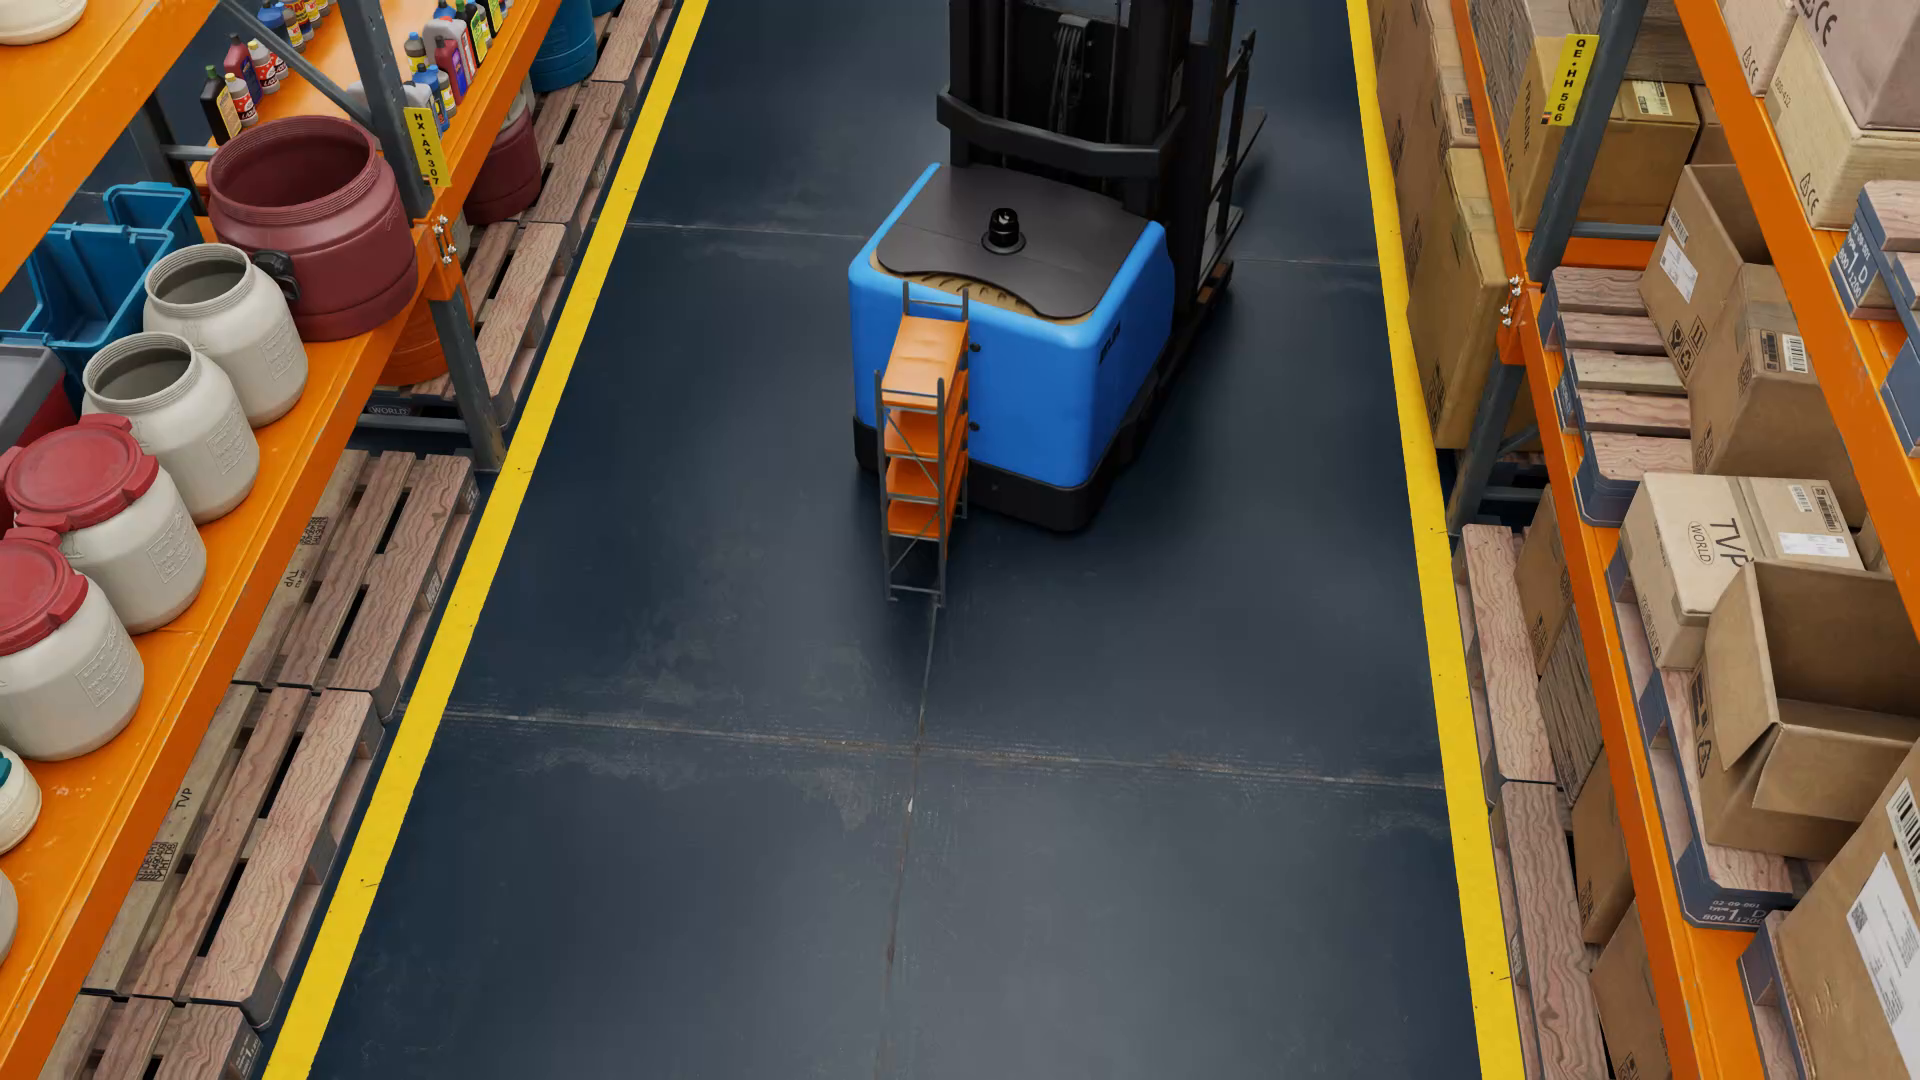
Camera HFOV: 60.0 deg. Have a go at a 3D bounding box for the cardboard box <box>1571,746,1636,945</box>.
[{"bbox_3d":[2.370,0.978,5.244,0.700,0.500,0.500,7,48,7],"label":"cardboard box"}]

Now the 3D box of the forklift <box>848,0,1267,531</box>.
[{"bbox_3d":[0.630,-2.126,6.734,1.130,2.935,3.031,19,50,16],"label":"forklift"}]

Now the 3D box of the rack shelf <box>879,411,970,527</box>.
[{"bbox_3d":[-0.131,-0.288,6.317,0.258,0.148,0.480,7,48,7],"label":"rack shelf"}]

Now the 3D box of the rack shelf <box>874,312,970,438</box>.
[{"bbox_3d":[-0.131,-0.599,5.978,0.258,0.148,0.480,7,48,7],"label":"rack shelf"}]

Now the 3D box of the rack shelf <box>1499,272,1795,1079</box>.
[{"bbox_3d":[2.311,0.676,4.612,1.077,0.370,4.000,4,48,4],"label":"rack shelf"}]

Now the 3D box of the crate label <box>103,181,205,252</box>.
[{"bbox_3d":[-2.850,-1.028,5.797,0.303,0.233,0.416,4,48,4],"label":"crate label"}]

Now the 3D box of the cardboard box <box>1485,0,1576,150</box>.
[{"bbox_3d":[2.343,-1.815,6.335,0.500,0.500,0.500,3,48,3],"label":"cardboard box"}]

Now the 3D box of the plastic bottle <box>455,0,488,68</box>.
[{"bbox_3d":[-1.977,-2.061,6.708,0.061,0.283,0.133,4,48,4],"label":"plastic bottle"}]

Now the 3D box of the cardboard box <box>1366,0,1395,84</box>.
[{"bbox_3d":[2.820,-2.928,8.577,1.225,0.875,0.875,4,48,4],"label":"cardboard box"}]

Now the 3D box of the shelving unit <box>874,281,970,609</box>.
[{"bbox_3d":[-0.131,-0.333,6.268,0.258,1.200,0.503,7,48,7],"label":"shelving unit"}]

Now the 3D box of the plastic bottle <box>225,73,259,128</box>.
[{"bbox_3d":[-2.798,-1.712,6.443,0.097,0.201,0.097,0,48,0],"label":"plastic bottle"}]

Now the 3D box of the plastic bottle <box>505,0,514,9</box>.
[{"bbox_3d":[-1.955,-2.384,7.011,0.097,0.271,0.097,0,48,0],"label":"plastic bottle"}]

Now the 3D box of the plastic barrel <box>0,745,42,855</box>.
[{"bbox_3d":[-2.530,0.655,4.238,0.301,0.262,0.301,0,48,0],"label":"plastic barrel"}]

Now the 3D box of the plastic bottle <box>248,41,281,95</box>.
[{"bbox_3d":[-2.777,-1.881,6.598,0.097,0.201,0.097,0,48,0],"label":"plastic bottle"}]

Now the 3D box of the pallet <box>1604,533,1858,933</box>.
[{"bbox_3d":[2.354,0.486,4.429,1.003,0.211,1.213,4,48,4],"label":"pallet"}]

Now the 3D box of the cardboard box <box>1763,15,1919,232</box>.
[{"bbox_3d":[2.113,-0.914,3.648,0.500,0.250,0.500,5,48,4],"label":"cardboard box"}]

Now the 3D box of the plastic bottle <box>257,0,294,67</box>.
[{"bbox_3d":[-2.759,-2.048,6.703,0.097,0.271,0.097,0,48,0],"label":"plastic bottle"}]

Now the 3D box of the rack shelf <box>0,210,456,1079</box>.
[{"bbox_3d":[-2.621,0.343,4.917,1.077,0.370,4.000,4,48,4],"label":"rack shelf"}]

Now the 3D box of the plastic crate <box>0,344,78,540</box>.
[{"bbox_3d":[-2.891,-0.224,4.904,0.402,0.464,0.583,4,48,4],"label":"plastic crate"}]

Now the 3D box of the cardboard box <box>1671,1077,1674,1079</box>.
[{"bbox_3d":[2.269,1.800,4.493,0.700,0.500,0.500,4,48,3],"label":"cardboard box"}]

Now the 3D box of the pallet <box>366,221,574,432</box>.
[{"bbox_3d":[-2.408,-1.010,7.557,1.003,0.211,1.213,4,48,4],"label":"pallet"}]

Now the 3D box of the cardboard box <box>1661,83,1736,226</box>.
[{"bbox_3d":[2.809,-1.409,5.964,0.500,0.500,0.500,5,48,5],"label":"cardboard box"}]

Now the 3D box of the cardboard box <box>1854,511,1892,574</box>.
[{"bbox_3d":[2.611,0.111,4.448,0.396,0.266,0.258,3,48,2],"label":"cardboard box"}]

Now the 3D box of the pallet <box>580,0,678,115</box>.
[{"bbox_3d":[-2.186,-2.803,9.197,1.003,0.211,1.213,4,48,4],"label":"pallet"}]

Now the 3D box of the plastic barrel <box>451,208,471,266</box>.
[{"bbox_3d":[-2.449,-1.453,7.473,0.421,0.512,0.421,0,48,0],"label":"plastic barrel"}]

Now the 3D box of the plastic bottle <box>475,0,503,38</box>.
[{"bbox_3d":[-1.956,-2.231,6.863,0.061,0.283,0.133,4,48,4],"label":"plastic bottle"}]

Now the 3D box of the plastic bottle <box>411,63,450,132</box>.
[{"bbox_3d":[-2.039,-1.705,6.390,0.097,0.271,0.097,0,48,0],"label":"plastic bottle"}]

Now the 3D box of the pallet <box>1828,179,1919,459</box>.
[{"bbox_3d":[2.383,-0.254,3.070,1.213,0.211,1.003,4,48,4],"label":"pallet"}]

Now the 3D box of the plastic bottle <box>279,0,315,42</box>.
[{"bbox_3d":[-2.741,-2.191,6.834,0.097,0.271,0.097,0,48,0],"label":"plastic bottle"}]

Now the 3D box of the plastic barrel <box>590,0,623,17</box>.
[{"bbox_3d":[-2.141,-3.343,8.938,0.600,0.901,0.708,4,48,4],"label":"plastic barrel"}]

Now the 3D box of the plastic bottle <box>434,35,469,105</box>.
[{"bbox_3d":[-2.002,-1.864,6.527,0.061,0.283,0.133,4,48,4],"label":"plastic bottle"}]

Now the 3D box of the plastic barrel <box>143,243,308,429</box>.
[{"bbox_3d":[-2.320,-0.637,5.250,0.421,0.512,0.421,0,48,0],"label":"plastic barrel"}]

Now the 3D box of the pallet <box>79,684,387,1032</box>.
[{"bbox_3d":[-2.662,1.033,5.688,1.003,0.211,1.213,4,48,4],"label":"pallet"}]

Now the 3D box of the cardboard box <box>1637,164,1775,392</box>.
[{"bbox_3d":[2.484,-0.812,5.133,0.500,0.500,0.500,-1,48,-1],"label":"cardboard box"}]

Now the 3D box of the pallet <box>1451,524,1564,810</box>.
[{"bbox_3d":[2.421,0.479,6.195,1.003,0.211,1.213,4,48,4],"label":"pallet"}]

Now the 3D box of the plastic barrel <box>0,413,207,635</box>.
[{"bbox_3d":[-2.391,-0.021,4.670,0.433,0.535,0.433,0,48,0],"label":"plastic barrel"}]

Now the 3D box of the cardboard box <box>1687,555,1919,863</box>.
[{"bbox_3d":[2.195,0.447,3.980,0.797,0.503,0.637,8,48,8],"label":"cardboard box"}]

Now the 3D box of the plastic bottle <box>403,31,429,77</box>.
[{"bbox_3d":[-2.161,-1.933,6.646,0.097,0.201,0.097,0,48,0],"label":"plastic bottle"}]

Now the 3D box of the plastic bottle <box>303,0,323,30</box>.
[{"bbox_3d":[-2.732,-2.239,6.925,0.097,0.201,0.097,0,48,0],"label":"plastic bottle"}]

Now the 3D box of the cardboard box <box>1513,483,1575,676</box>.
[{"bbox_3d":[2.453,0.153,5.999,0.700,0.500,0.500,2,48,1],"label":"cardboard box"}]

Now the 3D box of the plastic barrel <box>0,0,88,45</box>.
[{"bbox_3d":[-2.322,-1.385,4.070,0.301,0.262,0.301,0,48,0],"label":"plastic barrel"}]

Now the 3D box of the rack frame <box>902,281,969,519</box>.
[{"bbox_3d":[-0.088,-0.511,6.430,0.240,1.200,0.015,7,48,7],"label":"rack frame"}]

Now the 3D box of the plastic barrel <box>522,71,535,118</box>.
[{"bbox_3d":[-2.346,-2.283,8.232,0.421,0.512,0.421,0,48,0],"label":"plastic barrel"}]

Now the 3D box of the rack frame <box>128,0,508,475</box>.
[{"bbox_3d":[-2.439,-1.369,5.995,1.000,3.000,0.127,4,48,4],"label":"rack frame"}]

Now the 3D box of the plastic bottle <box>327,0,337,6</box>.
[{"bbox_3d":[-2.715,-2.382,7.056,0.097,0.201,0.097,0,48,0],"label":"plastic bottle"}]

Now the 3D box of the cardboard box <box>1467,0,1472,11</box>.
[{"bbox_3d":[2.435,-2.571,7.027,0.500,0.500,0.500,5,48,4],"label":"cardboard box"}]

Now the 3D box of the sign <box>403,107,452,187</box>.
[{"bbox_3d":[-1.890,-1.392,5.906,0.100,0.325,0.005,4,48,4],"label":"sign"}]

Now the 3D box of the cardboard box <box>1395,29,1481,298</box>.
[{"bbox_3d":[2.666,-1.621,7.381,1.225,0.875,0.875,4,48,4],"label":"cardboard box"}]
